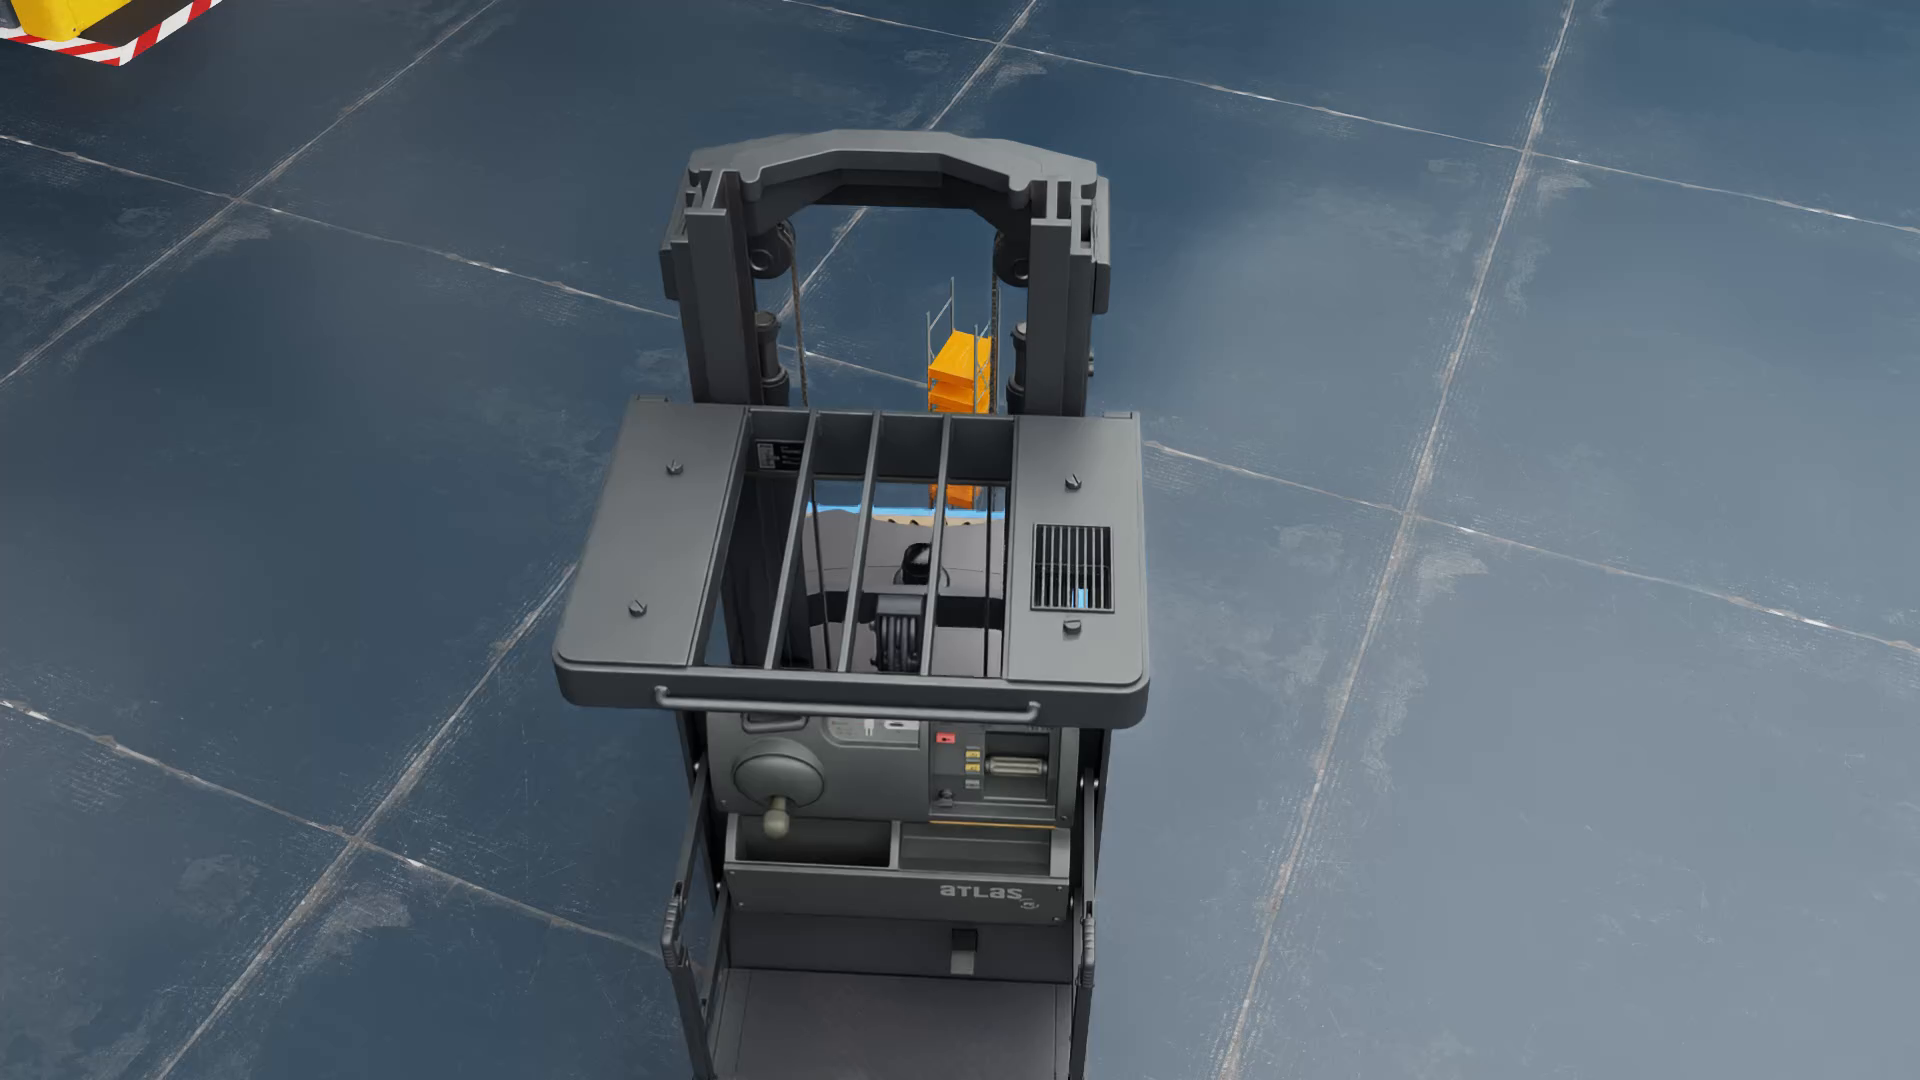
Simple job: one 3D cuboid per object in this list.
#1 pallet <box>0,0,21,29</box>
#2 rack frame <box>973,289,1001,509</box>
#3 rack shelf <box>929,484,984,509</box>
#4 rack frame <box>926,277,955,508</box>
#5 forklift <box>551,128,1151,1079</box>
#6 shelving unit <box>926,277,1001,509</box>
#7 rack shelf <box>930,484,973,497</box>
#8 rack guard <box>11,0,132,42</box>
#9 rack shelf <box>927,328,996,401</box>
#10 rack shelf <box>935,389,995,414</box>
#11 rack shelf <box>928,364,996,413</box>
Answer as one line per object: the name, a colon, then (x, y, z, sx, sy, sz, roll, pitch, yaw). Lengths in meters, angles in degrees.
pallet: (-5.917, -3.553, 10.171, 1.213, 0.211, 1.003, 16, 47, 16)
rack frame: (0.098, -0.397, 6.298, 0.006, 1.200, 0.240, 16, 47, 16)
rack shelf: (0.013, -0.220, 6.523, 0.180, 0.103, 0.258, 16, 47, 16)
rack frame: (-0.071, -0.446, 6.348, 0.006, 1.200, 0.240, 16, 47, 16)
forklift: (-0.178, 0.653, 4.016, 1.130, 2.935, 3.031, 2, 45, 2)
shelving unit: (0.013, -0.421, 6.323, 0.189, 1.200, 0.258, 16, 47, 16)
rack shelf: (0.013, -0.305, 6.439, 0.180, 0.103, 0.258, 16, 47, 16)
rack guard: (-5.126, -3.483, 9.896, 0.348, 0.500, 1.175, 16, 47, 16)
rack shelf: (0.013, -0.645, 6.100, 0.180, 0.103, 0.258, 16, 47, 16)
rack shelf: (0.013, -0.475, 6.270, 0.180, 0.103, 0.258, 16, 47, 16)
rack shelf: (0.013, -0.560, 6.185, 0.180, 0.103, 0.258, 16, 47, 16)
